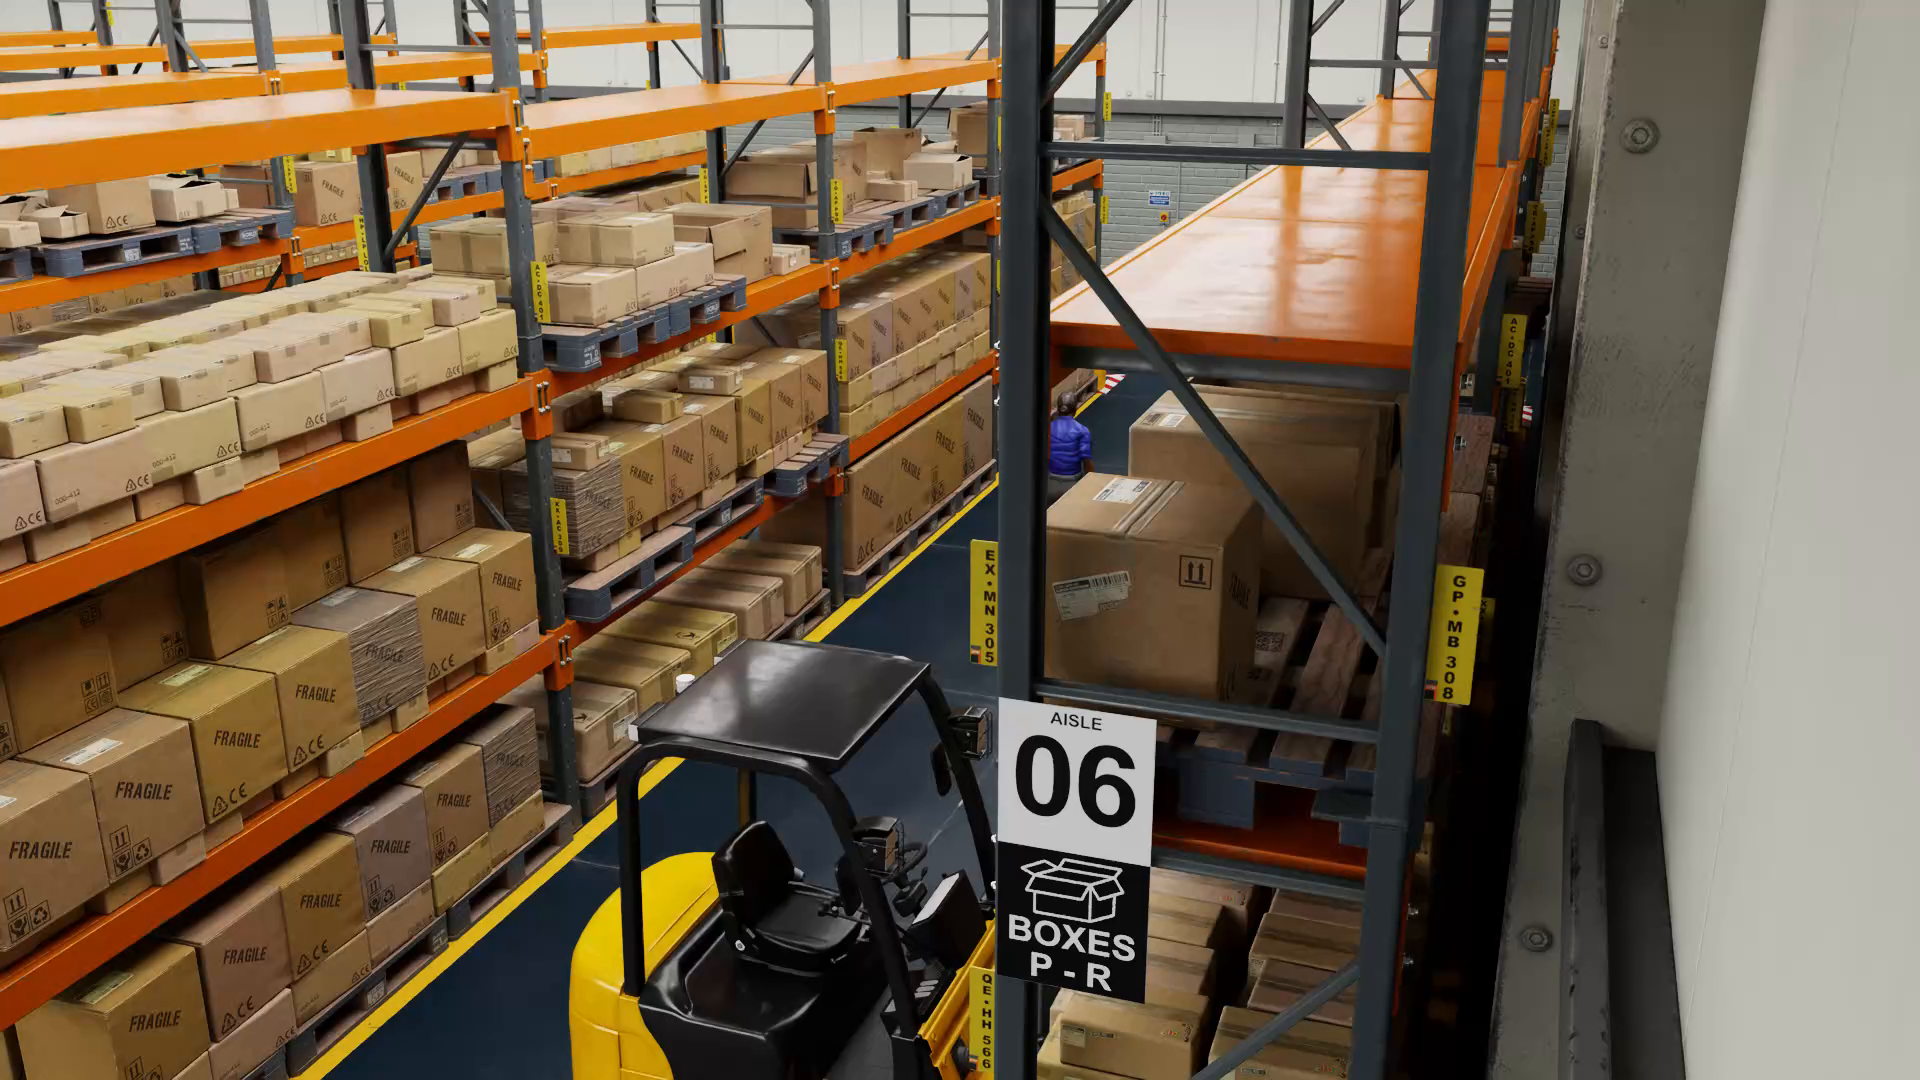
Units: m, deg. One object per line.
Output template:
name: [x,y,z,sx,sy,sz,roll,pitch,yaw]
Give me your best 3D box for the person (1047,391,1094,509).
person: [0.883,-0.413,13.783,0.507,1.655,0.347,6,20,18]
